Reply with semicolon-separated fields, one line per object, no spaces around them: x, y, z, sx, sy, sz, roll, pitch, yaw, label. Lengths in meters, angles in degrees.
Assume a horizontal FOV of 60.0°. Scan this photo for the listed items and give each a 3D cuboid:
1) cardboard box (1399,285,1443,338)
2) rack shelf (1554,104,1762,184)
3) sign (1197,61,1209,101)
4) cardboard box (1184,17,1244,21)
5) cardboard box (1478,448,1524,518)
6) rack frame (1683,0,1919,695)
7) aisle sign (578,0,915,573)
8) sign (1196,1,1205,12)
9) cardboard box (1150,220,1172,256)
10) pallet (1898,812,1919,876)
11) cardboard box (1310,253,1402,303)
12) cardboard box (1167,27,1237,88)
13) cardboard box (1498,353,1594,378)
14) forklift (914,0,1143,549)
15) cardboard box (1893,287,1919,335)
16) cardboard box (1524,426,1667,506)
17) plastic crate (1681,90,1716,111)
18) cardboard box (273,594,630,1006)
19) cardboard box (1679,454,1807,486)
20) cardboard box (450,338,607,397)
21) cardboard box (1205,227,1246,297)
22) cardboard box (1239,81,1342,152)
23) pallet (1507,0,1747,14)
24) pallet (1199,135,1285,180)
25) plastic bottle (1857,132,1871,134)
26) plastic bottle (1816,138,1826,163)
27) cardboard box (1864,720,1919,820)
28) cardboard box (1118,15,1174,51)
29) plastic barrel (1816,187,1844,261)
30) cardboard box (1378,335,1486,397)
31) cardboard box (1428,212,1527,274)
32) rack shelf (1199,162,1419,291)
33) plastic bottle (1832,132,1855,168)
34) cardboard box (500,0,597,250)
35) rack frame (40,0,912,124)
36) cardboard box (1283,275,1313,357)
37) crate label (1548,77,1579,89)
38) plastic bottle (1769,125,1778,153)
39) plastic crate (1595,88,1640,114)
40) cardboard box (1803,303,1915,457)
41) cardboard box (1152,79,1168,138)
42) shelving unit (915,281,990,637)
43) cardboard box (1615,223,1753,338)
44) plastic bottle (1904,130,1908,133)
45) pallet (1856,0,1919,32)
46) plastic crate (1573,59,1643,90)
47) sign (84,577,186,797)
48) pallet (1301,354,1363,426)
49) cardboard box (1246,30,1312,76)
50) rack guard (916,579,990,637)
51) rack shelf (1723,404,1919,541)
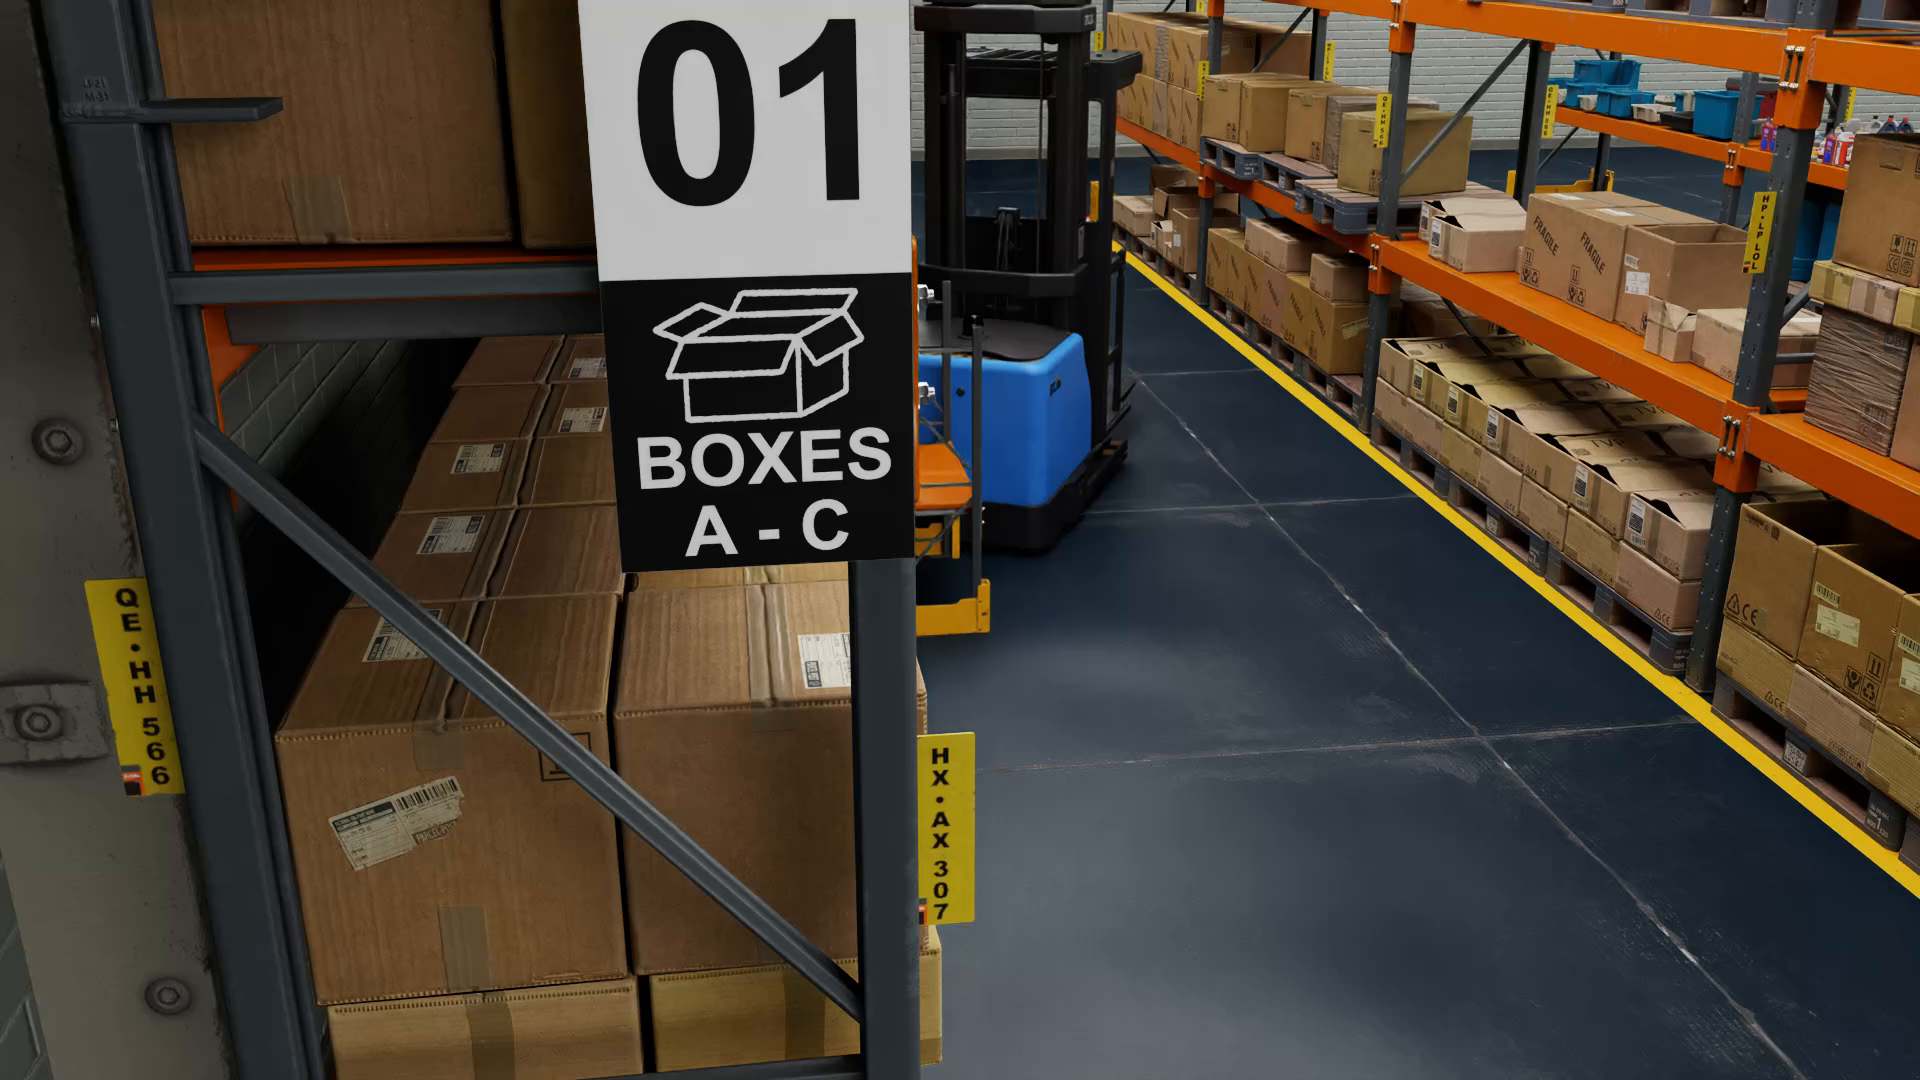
3.320;-1.536;11.986;0.500;0.500;0.500;-4;21;-10;cardboard box
7.221;-4.137;17.033;1.077;0.370;4.000;-3;21;-8;rack shelf
2.071;-3.908;14.156;0.100;0.325;0.005;-3;21;-8;sign
2.520;-4.939;16.580;0.500;0.500;0.500;-2;21;-6;cardboard box
3.197;-0.329;9.140;0.500;0.250;0.500;-2;21;-7;cardboard box
3.760;-0.763;6.972;1.000;3.000;0.127;-3;21;-8;rack frame
-0.257;-0.335;2.111;0.394;0.787;0.004;-3;21;-8;aisle sign
2.583;-5.629;17.895;0.100;0.325;0.005;-3;21;-8;sign
2.136;-2.922;15.967;0.500;0.311;0.500;-3;21;-8;cardboard box
4.013;1.244;5.584;1.003;0.211;1.213;-3;21;-8;pallet
2.804;-1.866;11.796;0.500;0.250;0.500;-2;21;-6;cardboard box
2.202;-4.387;15.104;0.500;0.500;0.500;-3;21;-9;cardboard box
3.584;-0.971;10.056;0.500;0.311;0.500;-3;21;-9;cardboard box
0.421;-1.807;9.865;1.130;2.935;3.031;7;21;17;forklift
3.683;-0.835;6.094;0.380;0.149;0.250;-3;21;-9;cardboard box
3.268;-0.413;8.563;0.500;0.311;0.500;-3;21;-8;cardboard box
7.472;-4.292;16.504;0.437;0.282;0.530;-3;21;-8;plastic crate
-0.843;0.430;2.891;0.500;0.500;0.500;-3;21;-8;cardboard box
3.880;-0.264;8.163;0.500;0.311;0.500;-3;21;-8;cardboard box
-1.143;-0.277;4.785;0.500;0.500;0.500;-2;21;-6;cardboard box
2.436;-2.388;14.267;0.500;0.500;0.500;-4;21;-10;cardboard box
2.616;-3.366;13.199;0.700;0.500;0.500;0;20;1;cardboard box
3.534;-2.847;8.535;1.003;0.211;1.213;-2;21;-5;pallet
2.614;-3.161;13.666;1.003;0.211;1.213;-3;21;-8;pallet
7.483;-3.231;13.757;0.152;0.276;0.135;-3;21;-8;plastic bottle
7.270;-3.273;13.977;0.097;0.201;0.097;0;20;0;plastic bottle
3.661;0.851;5.980;0.500;0.250;0.500;-3;21;-8;cardboard box
1.917;-5.086;16.973;0.500;0.500;0.500;-3;21;-7;cardboard box
7.673;-2.561;14.184;0.600;0.901;0.708;-3;21;-8;plastic barrel
2.969;-1.123;10.464;0.500;0.311;0.500;-2;21;-6;cardboard box
3.121;-1.787;9.840;0.500;0.311;0.500;-3;21;-8;cardboard box
2.896;-2.503;12.660;1.077;0.370;4.000;-3;21;-8;rack shelf
7.333;-3.223;13.736;0.152;0.276;0.135;-3;21;-8;plastic bottle
-0.365;-0.717;2.390;0.500;0.500;0.500;-2;21;-6;cardboard box
-0.564;-1.937;1.542;1.000;3.000;0.127;-3;21;-8;rack frame
2.742;-1.674;12.356;0.500;0.500;0.500;-4;21;-10;cardboard box
6.643;-5.014;18.507;0.416;0.233;0.303;-3;21;-8;crate label
7.159;-3.532;14.553;0.061;0.283;0.133;-3;21;-8;plastic bottle
6.832;-4.558;17.287;0.416;0.233;0.300;-3;21;-8;plastic crate
3.831;-0.657;6.544;0.700;0.500;0.500;-3;21;-9;cardboard box
2.129;-4.096;15.753;0.500;0.500;0.500;-2;21;-7;cardboard box
-0.223;-0.427;8.216;0.587;1.500;1.083;-3;21;-8;shelving unit
3.590;-1.259;8.157;0.500;0.500;0.500;-1;21;-4;cardboard box
7.891;-3.287;13.914;0.097;0.271;0.097;0;20;0;plastic bottle
3.909;-1.833;5.676;1.003;0.211;1.213;-3;21;-8;pallet
7.166;-5.105;18.460;0.616;0.435;0.499;-3;21;-8;plastic crate
-1.116;0.204;2.277;0.100;0.325;0.005;-3;21;-8;sign
3.114;-1.102;11.865;1.003;0.211;1.213;-3;21;-8;pallet
2.818;-4.225;14.671;0.500;0.500;0.500;-2;21;-6;cardboard box
-0.151;0.331;7.973;0.587;0.250;0.087;-3;21;-8;rack guard
4.049;0.266;5.244;1.077;0.370;4.000;-3;21;-8;rack shelf
